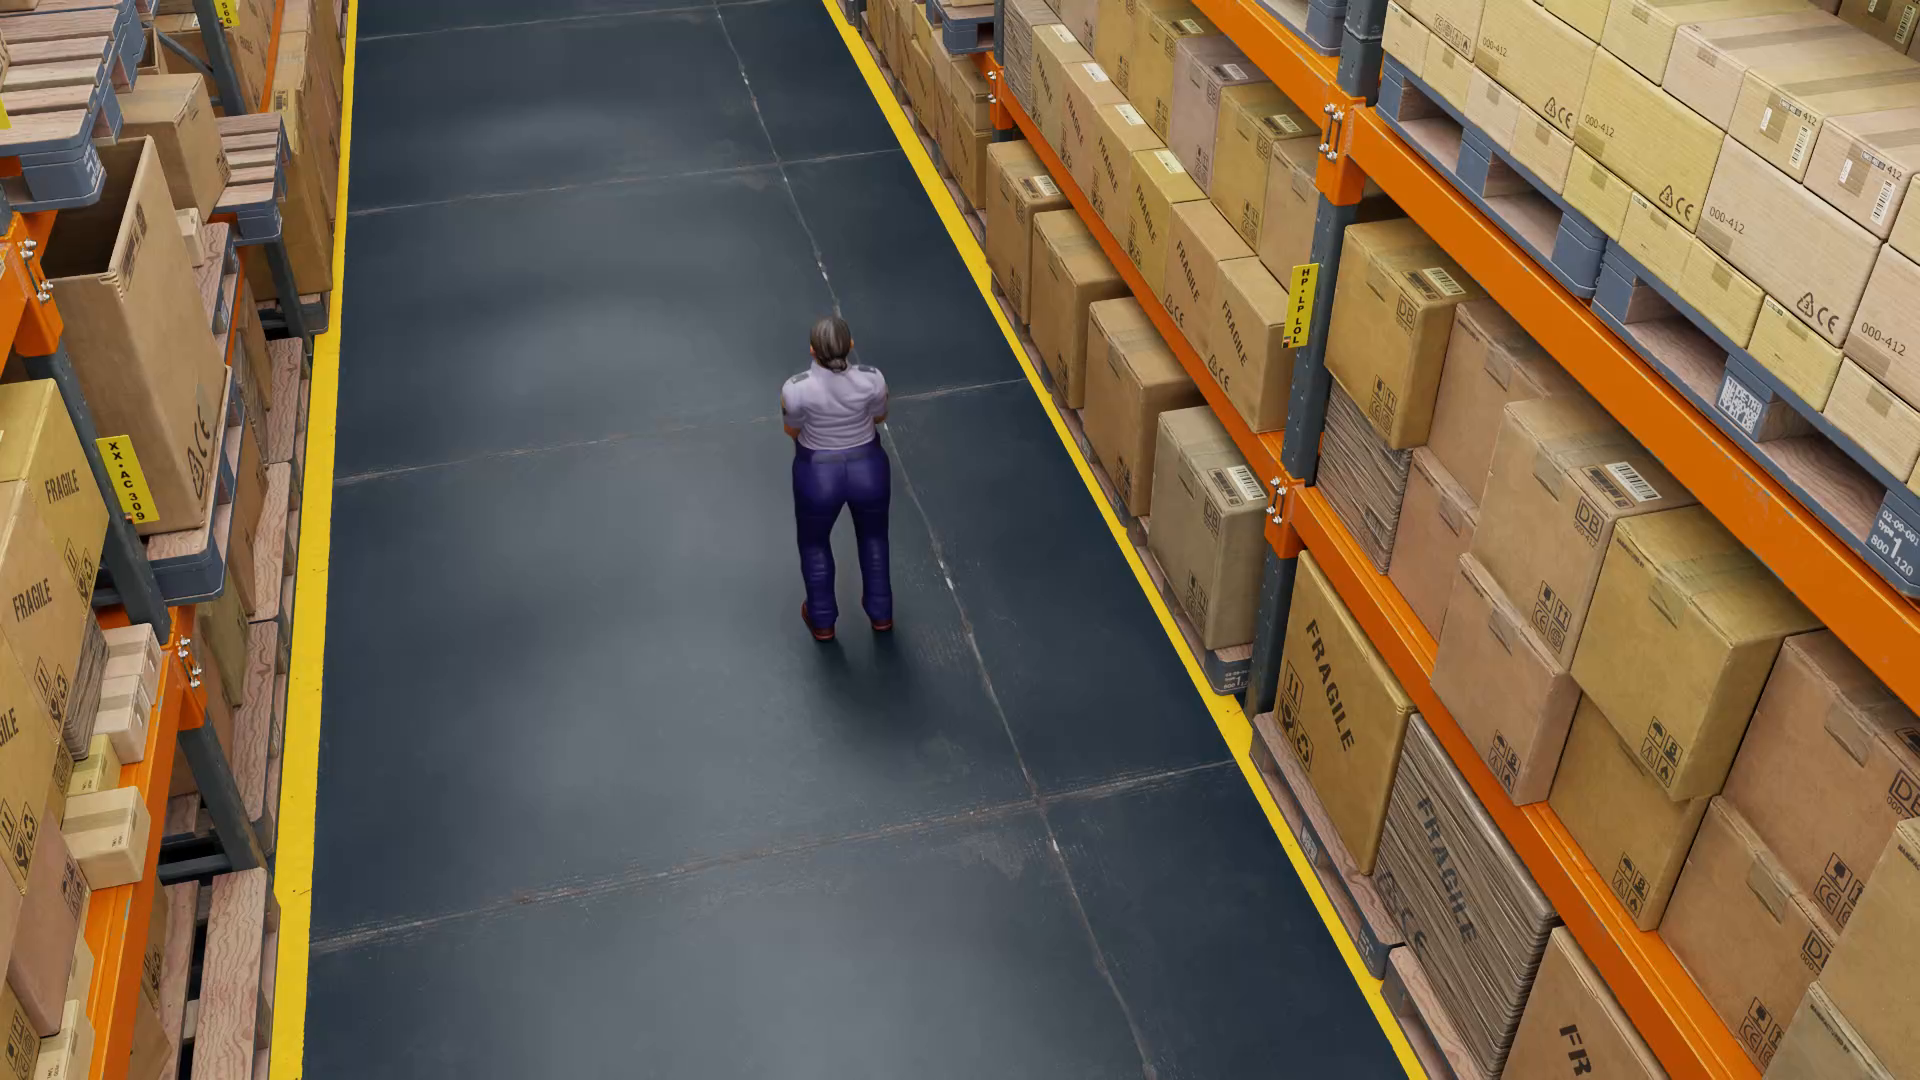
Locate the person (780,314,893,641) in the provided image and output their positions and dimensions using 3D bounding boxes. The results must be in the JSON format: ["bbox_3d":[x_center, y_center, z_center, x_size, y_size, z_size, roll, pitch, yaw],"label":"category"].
[{"bbox_3d":[-0.532,-0.318,7.136,0.453,1.637,0.523,-9,39,-11],"label":"person"}]
